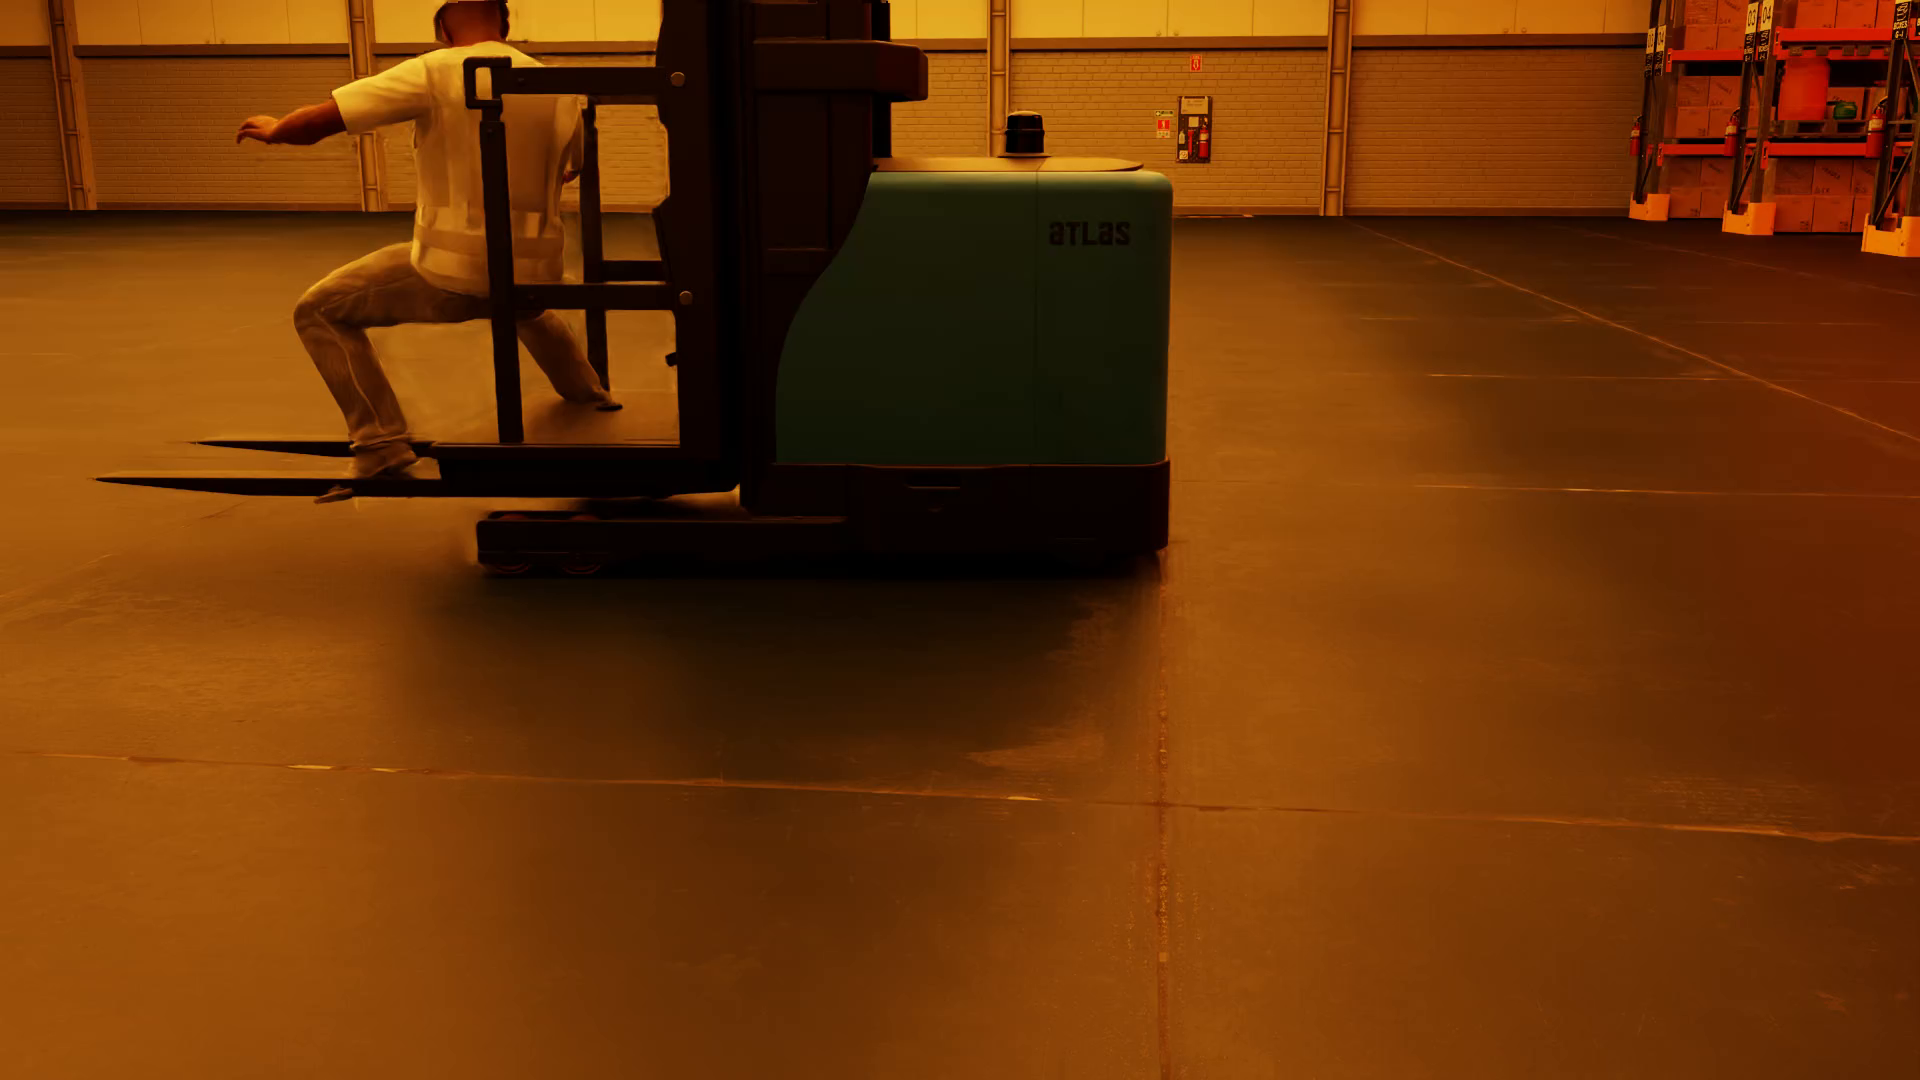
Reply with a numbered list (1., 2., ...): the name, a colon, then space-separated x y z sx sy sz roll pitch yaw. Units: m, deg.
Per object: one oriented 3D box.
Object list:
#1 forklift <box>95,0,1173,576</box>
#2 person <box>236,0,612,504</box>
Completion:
1. forklift: -0.931 -1.450 4.711 3.031 2.935 1.130 0 13 2
2. person: -1.463 -0.888 4.845 1.055 1.483 0.754 -11 17 -39
